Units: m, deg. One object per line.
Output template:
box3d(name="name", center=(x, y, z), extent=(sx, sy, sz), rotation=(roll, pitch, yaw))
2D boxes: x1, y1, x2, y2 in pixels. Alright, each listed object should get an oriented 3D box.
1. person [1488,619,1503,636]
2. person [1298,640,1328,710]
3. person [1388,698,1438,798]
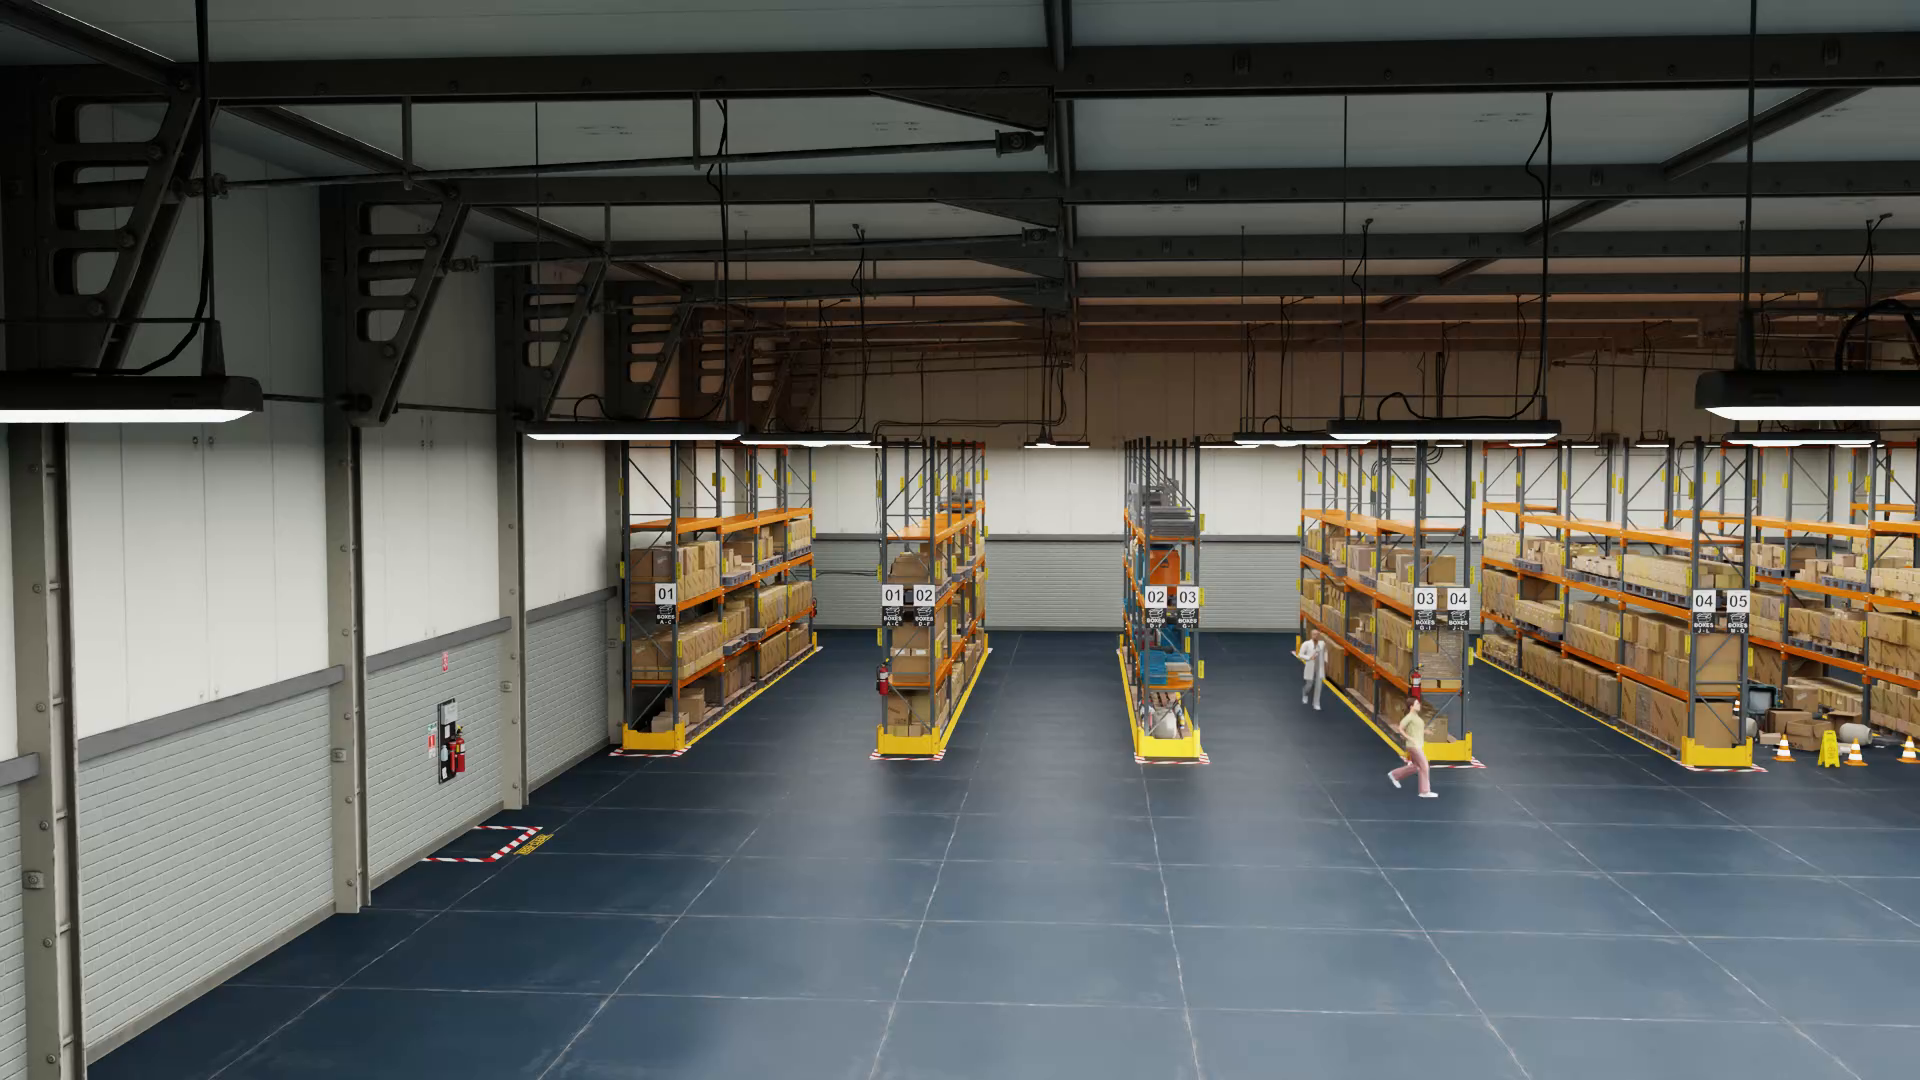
box3d(name="person", center=(15.403, 2.369, 47.448), extent=(0.732, 1.684, 0.608), rotation=(2, 4, 36))
box3d(name="person", center=(7.847, 2.961, 36.914), extent=(0.716, 1.549, 0.901), rotation=(0, 3, -6))
box3d(name="person", center=(7.500, 3.422, 27.552), extent=(0.859, 1.639, 0.590), rotation=(2, 4, 31))
